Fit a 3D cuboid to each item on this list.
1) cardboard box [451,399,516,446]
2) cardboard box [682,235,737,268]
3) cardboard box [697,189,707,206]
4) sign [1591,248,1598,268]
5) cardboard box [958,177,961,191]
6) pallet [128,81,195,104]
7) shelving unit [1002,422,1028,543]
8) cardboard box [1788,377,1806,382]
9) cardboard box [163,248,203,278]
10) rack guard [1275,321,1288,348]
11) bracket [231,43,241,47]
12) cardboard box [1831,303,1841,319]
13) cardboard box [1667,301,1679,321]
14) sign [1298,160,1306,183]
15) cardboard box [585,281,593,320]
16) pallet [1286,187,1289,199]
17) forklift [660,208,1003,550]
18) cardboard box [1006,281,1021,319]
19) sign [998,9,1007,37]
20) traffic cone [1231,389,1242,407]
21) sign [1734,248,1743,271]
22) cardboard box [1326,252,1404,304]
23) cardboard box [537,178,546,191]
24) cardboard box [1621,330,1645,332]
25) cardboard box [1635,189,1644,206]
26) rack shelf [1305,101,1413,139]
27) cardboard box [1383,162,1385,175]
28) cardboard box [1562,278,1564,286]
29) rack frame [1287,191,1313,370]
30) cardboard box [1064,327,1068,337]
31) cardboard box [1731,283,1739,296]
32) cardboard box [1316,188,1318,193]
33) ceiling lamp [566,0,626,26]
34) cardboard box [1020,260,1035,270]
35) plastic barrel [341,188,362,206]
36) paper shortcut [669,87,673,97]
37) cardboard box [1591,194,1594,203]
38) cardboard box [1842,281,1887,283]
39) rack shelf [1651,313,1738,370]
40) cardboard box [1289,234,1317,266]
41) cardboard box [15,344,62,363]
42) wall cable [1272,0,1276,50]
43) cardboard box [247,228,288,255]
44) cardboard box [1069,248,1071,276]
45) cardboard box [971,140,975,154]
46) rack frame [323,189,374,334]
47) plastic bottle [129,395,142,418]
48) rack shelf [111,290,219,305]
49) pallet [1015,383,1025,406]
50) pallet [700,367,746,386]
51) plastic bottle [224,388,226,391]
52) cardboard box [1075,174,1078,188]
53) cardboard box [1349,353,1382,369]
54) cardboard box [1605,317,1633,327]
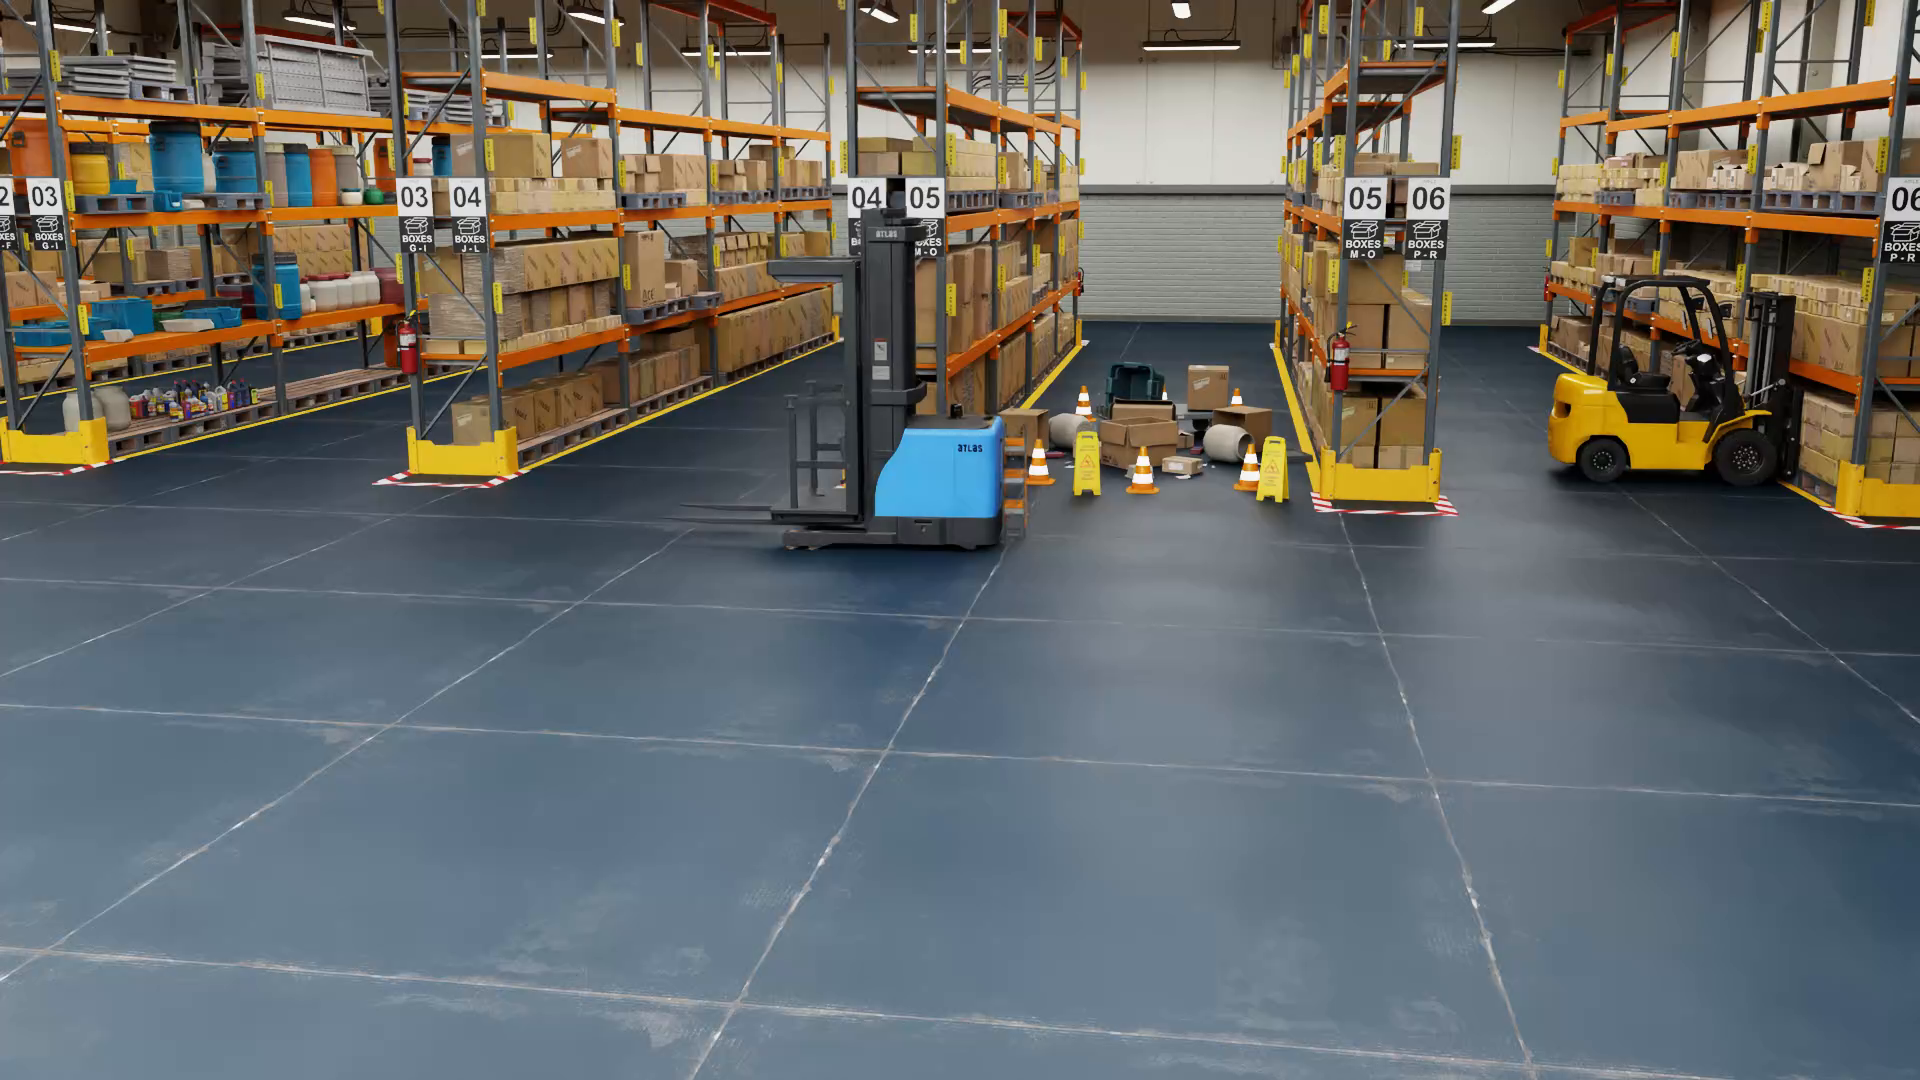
[{"bbox_3d":[-5.413,-1.318,18.924,0.500,0.500,0.500,4,13,19],"label":"cardboard box"},{"bbox_3d":[-4.063,-4.697,27.049,0.797,0.503,0.637,2,12,10],"label":"cardboard box"},{"bbox_3d":[-4.126,-5.156,25.036,0.500,0.250,0.500,2,12,9],"label":"cardboard box"},{"bbox_3d":[10.480,-4.661,27.446,0.100,0.325,0.005,2,12,9],"label":"sign"},{"bbox_3d":[-0.193,-3.787,17.688,0.380,0.149,0.250,2,12,9],"label":"cardboard box"},{"bbox_3d":[-10.089,-5.416,20.161,1.003,0.211,1.213,2,12,9],"label":"pallet"},{"bbox_3d":[0.491,-0.515,14.892,0.215,1.050,0.252,1,12,4],"label":"shelving unit"},{"bbox_3d":[9.314,-1.710,18.963,0.500,0.250,0.500,2,12,9],"label":"cardboard box"},{"bbox_3d":[-13.678,-4.909,29.418,0.700,0.500,0.500,-1,12,-6],"label":"cardboard box"},{"bbox_3d":[6.731,-3.998,32.356,1.175,0.500,0.348,2,12,9],"label":"rack guard"},{"bbox_3d":[-17.408,-11.868,40.157,0.235,0.232,0.430,2,12,9],"label":"bracket"},{"bbox_3d":[9.108,-2.328,16.901,0.380,0.149,0.250,2,12,8],"label":"cardboard box"},{"bbox_3d":[10.010,-3.127,22.738,0.500,0.250,0.500,2,12,7],"label":"cardboard box"},{"bbox_3d":[4.950,-5.327,24.055,0.100,0.325,0.005,2,12,9],"label":"sign"},{"bbox_3d":[-5.152,-3.037,21.023,0.875,0.500,0.500,2,12,9],"label":"cardboard box"},{"bbox_3d":[6.624,-6.483,31.045,1.003,0.211,1.213,2,12,9],"label":"pallet"},{"bbox_3d":[-1.142,-1.456,14.790,3.031,2.935,1.130,1,12,5],"label":"forklift"},{"bbox_3d":[0.557,-3.320,23.043,0.500,0.500,0.500,2,12,10],"label":"cardboard box"},{"bbox_3d":[0.520,-6.299,20.271,0.100,0.325,0.005,2,12,9],"label":"sign"},{"bbox_3d":[3.689,-1.780,22.154,0.336,0.463,0.334,2,12,9],"label":"traffic cone"},{"bbox_3d":[10.951,-3.938,23.397,0.100,0.325,0.005,2,12,9],"label":"sign"},{"bbox_3d":[4.130,-2.680,16.994,0.700,0.500,0.500,2,12,7],"label":"cardboard box"},{"bbox_3d":[-5.021,-4.112,19.245,0.380,0.149,0.250,1,12,6],"label":"cardboard box"},{"bbox_3d":[10.601,-3.234,26.276,0.380,0.149,0.250,2,12,9],"label":"cardboard box"},{"bbox_3d":[10.395,-5.106,24.801,0.500,0.250,0.500,2,12,9],"label":"cardboard box"},{"bbox_3d":[5.190,-5.518,21.896,1.077,0.370,4.000,2,12,9],"label":"rack shelf"},{"bbox_3d":[4.105,-3.750,16.856,0.380,0.149,0.250,2,12,10],"label":"cardboard box"},{"bbox_3d":[11.212,-4.711,30.330,0.380,0.149,0.250,2,12,10],"label":"cardboard box"},{"bbox_3d":[6.112,-4.382,28.206,1.000,3.000,0.127,2,12,9],"label":"rack frame"},{"bbox_3d":[1.804,-3.864,30.869,0.380,0.149,0.250,2,12,9],"label":"cardboard box"},{"bbox_3d":[9.642,-3.055,20.272,0.380,0.149,0.250,2,12,8],"label":"cardboard box"},{"bbox_3d":[5.242,-4.837,23.515,0.396,0.266,0.258,2,12,9],"label":"cardboard box"},{"bbox_3d":[-5.937,-10.385,27.967,0.800,3.185,2.000,2,12,9],"label":"ceiling lamp"},{"bbox_3d":[0.975,-4.314,26.078,0.380,0.149,0.250,1,12,6],"label":"cardboard box"},{"bbox_3d":[-9.154,-5.157,25.012,0.301,0.262,0.301,0,12,0],"label":"plastic barrel"},{"bbox_3d":[-4.611,-7.163,26.540,0.009,0.170,0.078,12,-17,6],"label":"paper shortcut"},{"bbox_3d":[10.872,-5.756,28.059,0.380,0.149,0.250,2,12,11],"label":"cardboard box"},{"bbox_3d":[9.808,-2.726,18.040,0.380,0.149,0.250,2,12,8],"label":"cardboard box"},{"bbox_3d":[10.095,-2.621,21.743,1.077,0.370,4.000,2,12,9],"label":"rack shelf"},{"bbox_3d":[5.761,-4.837,27.708,0.500,0.500,0.500,2,12,9],"label":"cardboard box"},{"bbox_3d":[-14.153,-2.893,25.495,0.500,0.311,0.500,2,12,10],"label":"cardboard box"},{"bbox_3d":[5.794,-12.323,36.572,2.355,3.000,0.029,2,12,9],"label":"wall cable"},{"bbox_3d":[-13.117,-5.651,31.486,0.500,0.500,0.500,2,12,10],"label":"cardboard box"},{"bbox_3d":[1.766,-5.130,30.734,0.500,0.500,0.500,3,12,11],"label":"cardboard box"},{"bbox_3d":[-0.038,-4.388,18.582,0.380,0.149,0.250,2,12,9],"label":"cardboard box"},{"bbox_3d":[-12.852,-5.857,35.052,1.000,3.000,0.127,2,12,9],"label":"rack frame"},{"bbox_3d":[-10.504,-1.697,21.169,0.152,0.276,0.135,2,12,9],"label":"plastic bottle"},{"bbox_3d":[-13.775,-4.257,29.333,1.077,0.370,4.000,2,12,9],"label":"rack shelf"},{"bbox_3d":[0.395,-2.164,24.532,1.003,0.211,1.213,2,12,9],"label":"pallet"},{"bbox_3d":[-4.099,-2.669,26.876,1.003,0.211,1.213,2,12,9],"label":"pallet"},{"bbox_3d":[-9.798,-1.898,22.101,0.152,0.276,0.135,2,12,9],"label":"plastic bottle"},{"bbox_3d":[2.001,-6.887,31.880,0.500,0.250,0.500,1,12,7],"label":"cardboard box"},{"bbox_3d":[4.113,-1.846,17.035,0.380,0.149,0.250,2,12,11],"label":"cardboard box"},{"bbox_3d":[10.707,-3.546,27.018,0.380,0.149,0.250,1,12,6],"label":"cardboard box"}]
